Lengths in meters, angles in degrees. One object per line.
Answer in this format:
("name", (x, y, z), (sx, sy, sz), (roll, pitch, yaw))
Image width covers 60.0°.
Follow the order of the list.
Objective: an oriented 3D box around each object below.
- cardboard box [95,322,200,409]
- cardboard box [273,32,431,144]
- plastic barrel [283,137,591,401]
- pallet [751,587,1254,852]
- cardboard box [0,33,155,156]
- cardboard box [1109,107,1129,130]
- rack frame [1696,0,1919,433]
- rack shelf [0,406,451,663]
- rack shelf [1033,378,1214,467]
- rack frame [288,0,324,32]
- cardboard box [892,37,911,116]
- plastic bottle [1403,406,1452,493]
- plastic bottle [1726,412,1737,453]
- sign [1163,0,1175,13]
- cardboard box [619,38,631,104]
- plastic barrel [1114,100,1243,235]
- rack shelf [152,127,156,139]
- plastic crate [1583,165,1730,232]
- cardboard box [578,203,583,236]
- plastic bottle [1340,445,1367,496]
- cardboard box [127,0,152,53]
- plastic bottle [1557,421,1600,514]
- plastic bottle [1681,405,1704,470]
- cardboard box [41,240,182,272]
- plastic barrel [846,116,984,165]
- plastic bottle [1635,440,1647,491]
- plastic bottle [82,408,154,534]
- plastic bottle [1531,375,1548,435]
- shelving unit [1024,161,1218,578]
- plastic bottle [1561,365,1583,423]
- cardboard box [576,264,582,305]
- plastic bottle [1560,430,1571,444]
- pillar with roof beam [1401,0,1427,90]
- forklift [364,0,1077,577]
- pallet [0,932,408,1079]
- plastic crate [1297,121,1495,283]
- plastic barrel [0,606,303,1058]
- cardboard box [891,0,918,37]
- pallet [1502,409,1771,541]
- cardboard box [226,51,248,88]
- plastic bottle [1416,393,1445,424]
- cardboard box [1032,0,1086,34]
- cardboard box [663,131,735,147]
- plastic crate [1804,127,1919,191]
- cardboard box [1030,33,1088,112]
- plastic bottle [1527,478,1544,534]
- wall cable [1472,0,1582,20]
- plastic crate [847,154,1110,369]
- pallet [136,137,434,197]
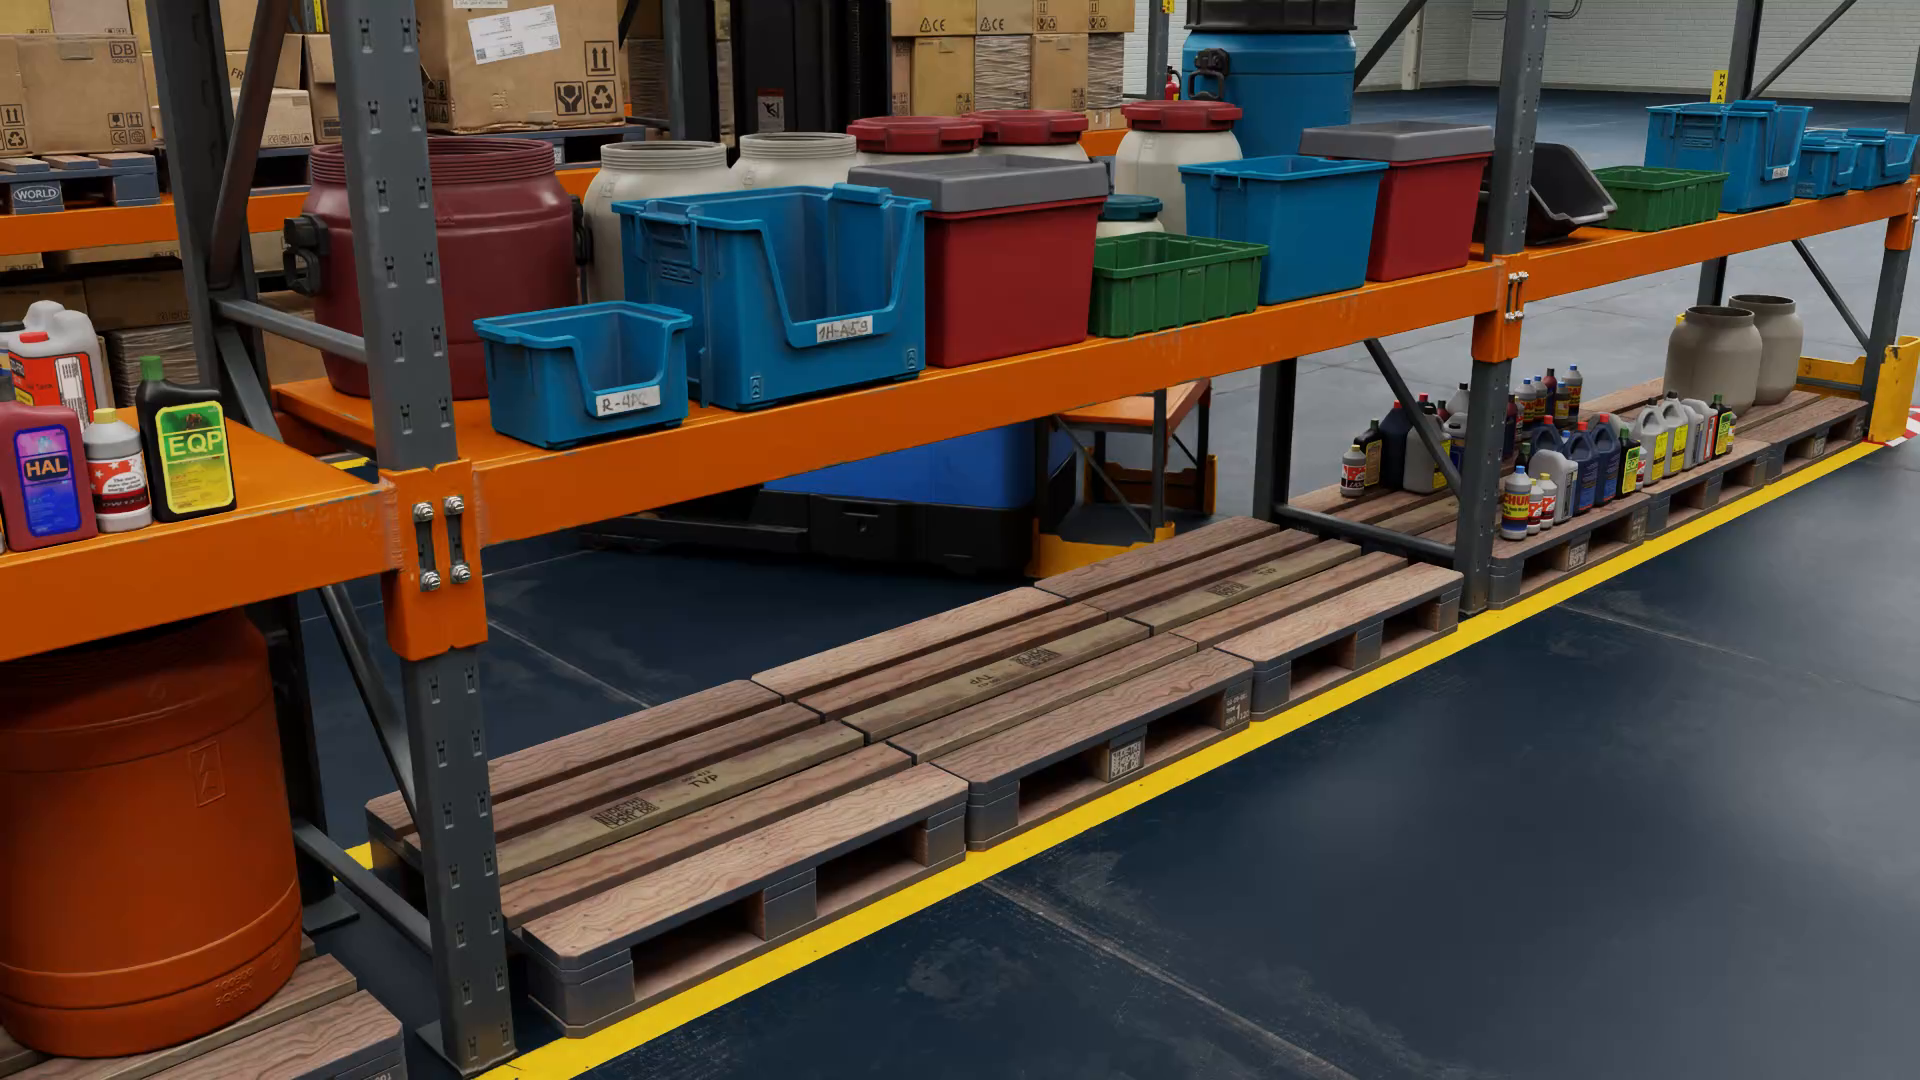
("cardboard box", (-3.872, -0.815, 7.973), (0.700, 0.500, 0.500), (15, 24, 39))
("cardboard box", (-3.029, -2.236, 8.169), (0.637, 0.503, 0.797), (-13, 22, -35))
("plastic barrel", (-1.208, -0.648, 3.900), (0.708, 0.536, 0.600), (-16, 24, -41))
("pallet", (0.139, 0.496, 5.112), (1.213, 0.211, 1.003), (-16, 24, -41))
("cardboard box", (-4.038, -2.039, 7.567), (0.500, 0.500, 0.700), (-12, 22, -33))
("cardboard box", (1.008, -2.996, 11.770), (0.250, 0.149, 0.380), (-16, 24, -41))
("rack frame", (4.476, -2.113, 8.637), (0.127, 3.000, 1.000), (-16, 24, -41))
("rack shelf", (-2.790, 0.349, 2.213), (4.000, 0.370, 1.077), (-16, 24, -41))
("rack shelf", (0.685, -0.538, 6.778), (0.538, 0.185, 1.000), (5, 19, 17))
("rack frame", (-5.167, -3.508, 12.941), (0.127, 3.000, 1.000), (-16, 24, -41))
("cardboard box", (-0.782, -2.872, 10.335), (0.500, 0.500, 0.875), (-16, 24, -41))
("plastic bottle", (1.939, -0.383, 6.884), (0.185, 0.351, 0.144), (-16, 24, -41))
("plastic bottle", (3.443, -0.503, 7.498), (0.097, 0.201, 0.097), (0, 18, 0))
("sign", (1.440, -3.795, 11.437), (0.005, 0.325, 0.100), (-16, 24, -41))
("cardboard box", (-3.377, -4.126, 14.604), (0.550, 0.550, 0.875), (-16, 24, -41))
("plastic barrel", (0.724, -1.176, 5.528), (0.433, 0.535, 0.433), (0, 18, 0))
("rack shelf", (-6.621, -2.742, 11.745), (4.000, 0.370, 1.077), (-16, 24, -41))
("plastic crate", (2.750, -1.389, 6.748), (0.662, 0.188, 0.450), (-16, 24, -41))
("cardboard box", (-3.346, -3.199, 14.753), (0.875, 0.875, 0.875), (-17, 24, -42))
("plastic bottle", (1.619, -0.290, 6.839), (0.097, 0.201, 0.097), (0, 18, 0))
("cardboard box", (-5.896, -3.815, 12.105), (0.500, 0.500, 0.700), (-17, 24, -42))
("plastic bottle", (2.441, -0.292, 6.604), (0.185, 0.351, 0.144), (-15, 24, -39))
("plastic bottle", (3.140, -0.462, 7.250), (0.135, 0.276, 0.152), (-17, 25, -42))
("cardboard box", (-6.260, -2.282, 12.127), (0.750, 0.750, 1.050), (-16, 24, -41))
("plastic barrel", (-0.123, -0.929, 4.766), (0.433, 0.535, 0.433), (0, 18, 0))
("plastic bottle", (2.800, -0.316, 6.920), (0.097, 0.201, 0.097), (0, 18, 0))
("plastic bottle", (-1.434, -0.121, 2.817), (0.097, 0.201, 0.097), (0, 18, 0))
("plastic bottle", (2.696, -0.637, 7.797), (0.097, 0.271, 0.097), (0, 18, 0))
("shelving unit", (0.680, -0.706, 6.713), (0.587, 1.500, 1.083), (5, 19, 17))
("plastic bottle", (2.945, -0.710, 8.021), (0.097, 0.271, 0.097), (0, 18, 0))
("cardboard box", (-2.294, -1.270, 9.378), (0.700, 0.500, 0.500), (16, 24, 40))
("plastic bottle", (2.464, -0.312, 6.795), (0.097, 0.271, 0.097), (0, 18, 0))
("pillar with roof beam", (14.483, -14.855, 38.212), (0.400, 9.000, 9.100), (-16, 24, -41))
("forklift", (-1.071, -1.489, 6.825), (3.031, 2.935, 1.130), (5, 19, 15))
("pallet", (-1.881, 1.085, 3.295), (1.213, 0.211, 1.003), (-16, 24, -41))
("plastic crate", (1.428, -1.124, 5.485), (0.583, 0.464, 0.402), (-16, 24, -41))
("plastic barrel", (-1.680, 0.523, 3.347), (0.708, 0.830, 0.600), (-16, 24, -41))
("cardboard box", (-0.605, -3.290, 10.004), (0.500, 0.500, 0.500), (-16, 24, -41))
("pallet", (2.973, -0.331, 7.665), (1.213, 0.211, 1.003), (-16, 24, -41))
("cardboard box", (-5.363, -3.385, 12.400), (0.500, 0.500, 0.500), (-16, 24, -41))
("plastic bottle", (1.979, -0.456, 7.109), (0.144, 0.351, 0.185), (16, 24, 41))
("cardboard box", (0.484, -3.608, 10.984), (0.500, 0.500, 0.500), (-16, 24, -41))
("cardboard box", (-1.470, -2.234, 9.418), (0.250, 0.149, 0.380), (-16, 24, -41))
("plastic crate", (4.318, -1.869, 8.126), (0.616, 0.251, 0.499), (-16, 24, -41))
("cardboard box", (0.374, -3.168, 11.249), (0.500, 0.500, 0.875), (-16, 24, -41))
("plastic bottle", (2.176, -0.134, 6.358), (0.097, 0.201, 0.097), (0, 18, 0))
("wall cable", (14.574, -14.671, 42.678), (0.112, 2.526, 3.097), (-16, 24, -41))
("plastic crate", (0.048, -0.722, 4.244), (0.583, 0.464, 0.402), (-16, 24, -41))
("pallet", (-3.329, -1.865, 8.184), (1.213, 0.211, 1.003), (-16, 24, -41))
